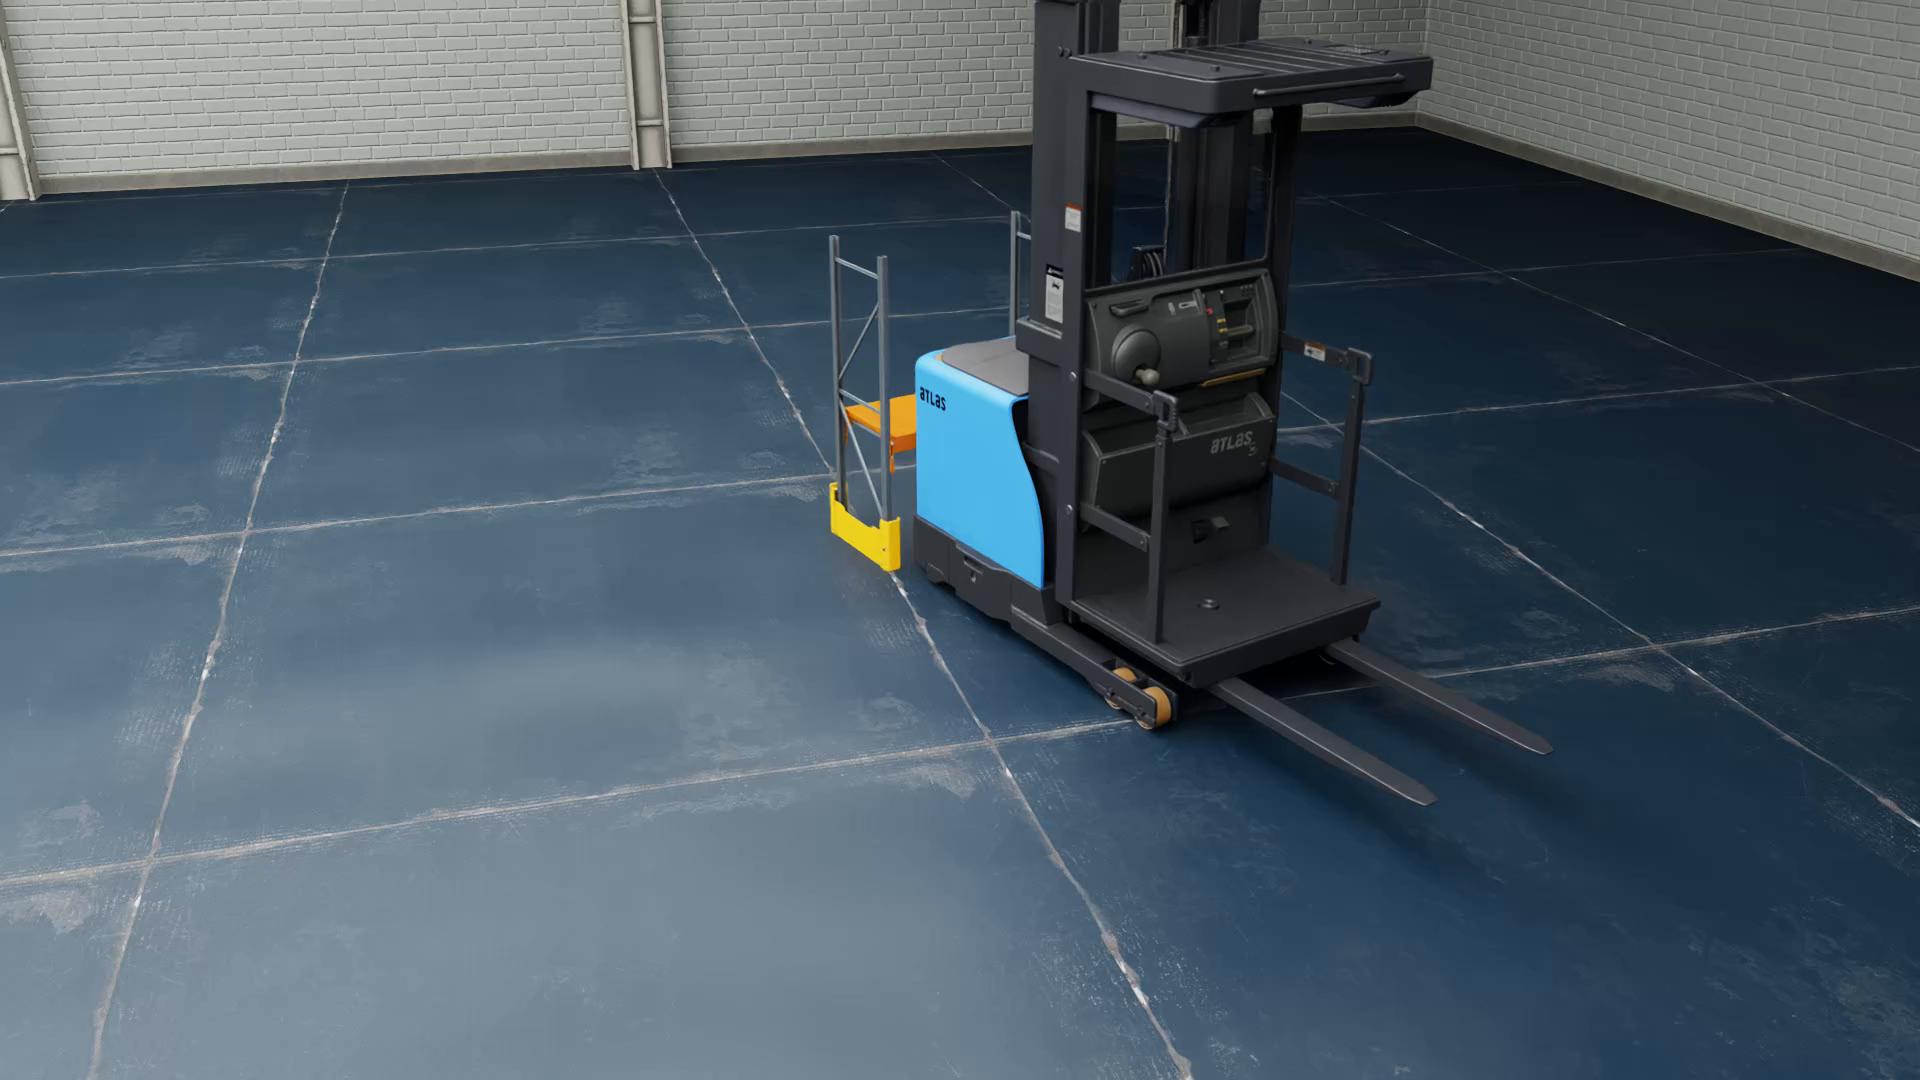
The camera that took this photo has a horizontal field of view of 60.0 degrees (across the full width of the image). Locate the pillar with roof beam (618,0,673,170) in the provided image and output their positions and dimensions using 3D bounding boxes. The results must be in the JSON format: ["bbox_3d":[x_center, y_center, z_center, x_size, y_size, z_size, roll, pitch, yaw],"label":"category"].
[{"bbox_3d":[-2.051,-6.400,11.753,0.400,9.000,9.100,-6,24,-14],"label":"pillar with roof beam"}]

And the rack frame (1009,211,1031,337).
[{"bbox_3d":[0.397,-0.859,8.349,0.032,1.500,0.500,-14,27,-29],"label":"rack frame"}]

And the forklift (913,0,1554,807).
[{"bbox_3d":[1.014,-0.818,6.438,1.130,2.935,3.031,-15,27,-30],"label":"forklift"}]

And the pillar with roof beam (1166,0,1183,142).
[{"bbox_3d":[3.726,-7.039,13.242,0.400,9.000,9.100,-6,24,-14],"label":"pillar with roof beam"}]

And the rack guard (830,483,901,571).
[{"bbox_3d":[-0.464,-0.072,8.101,0.087,0.250,0.587,-14,27,-29],"label":"rack guard"}]

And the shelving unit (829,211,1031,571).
[{"bbox_3d":[-0.042,-0.751,8.097,1.083,1.500,0.587,-14,27,-29],"label":"shelving unit"}]

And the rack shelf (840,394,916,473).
[{"bbox_3d":[-0.034,-0.587,8.172,1.000,0.185,0.538,-14,27,-29],"label":"rack shelf"}]

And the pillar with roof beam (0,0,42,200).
[{"bbox_3d":[-7.828,-5.761,10.264,0.400,9.000,9.100,-6,24,-14],"label":"pillar with roof beam"}]

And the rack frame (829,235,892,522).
[{"bbox_3d":[-0.465,-0.646,7.854,0.032,1.500,0.500,-14,27,-29],"label":"rack frame"}]
